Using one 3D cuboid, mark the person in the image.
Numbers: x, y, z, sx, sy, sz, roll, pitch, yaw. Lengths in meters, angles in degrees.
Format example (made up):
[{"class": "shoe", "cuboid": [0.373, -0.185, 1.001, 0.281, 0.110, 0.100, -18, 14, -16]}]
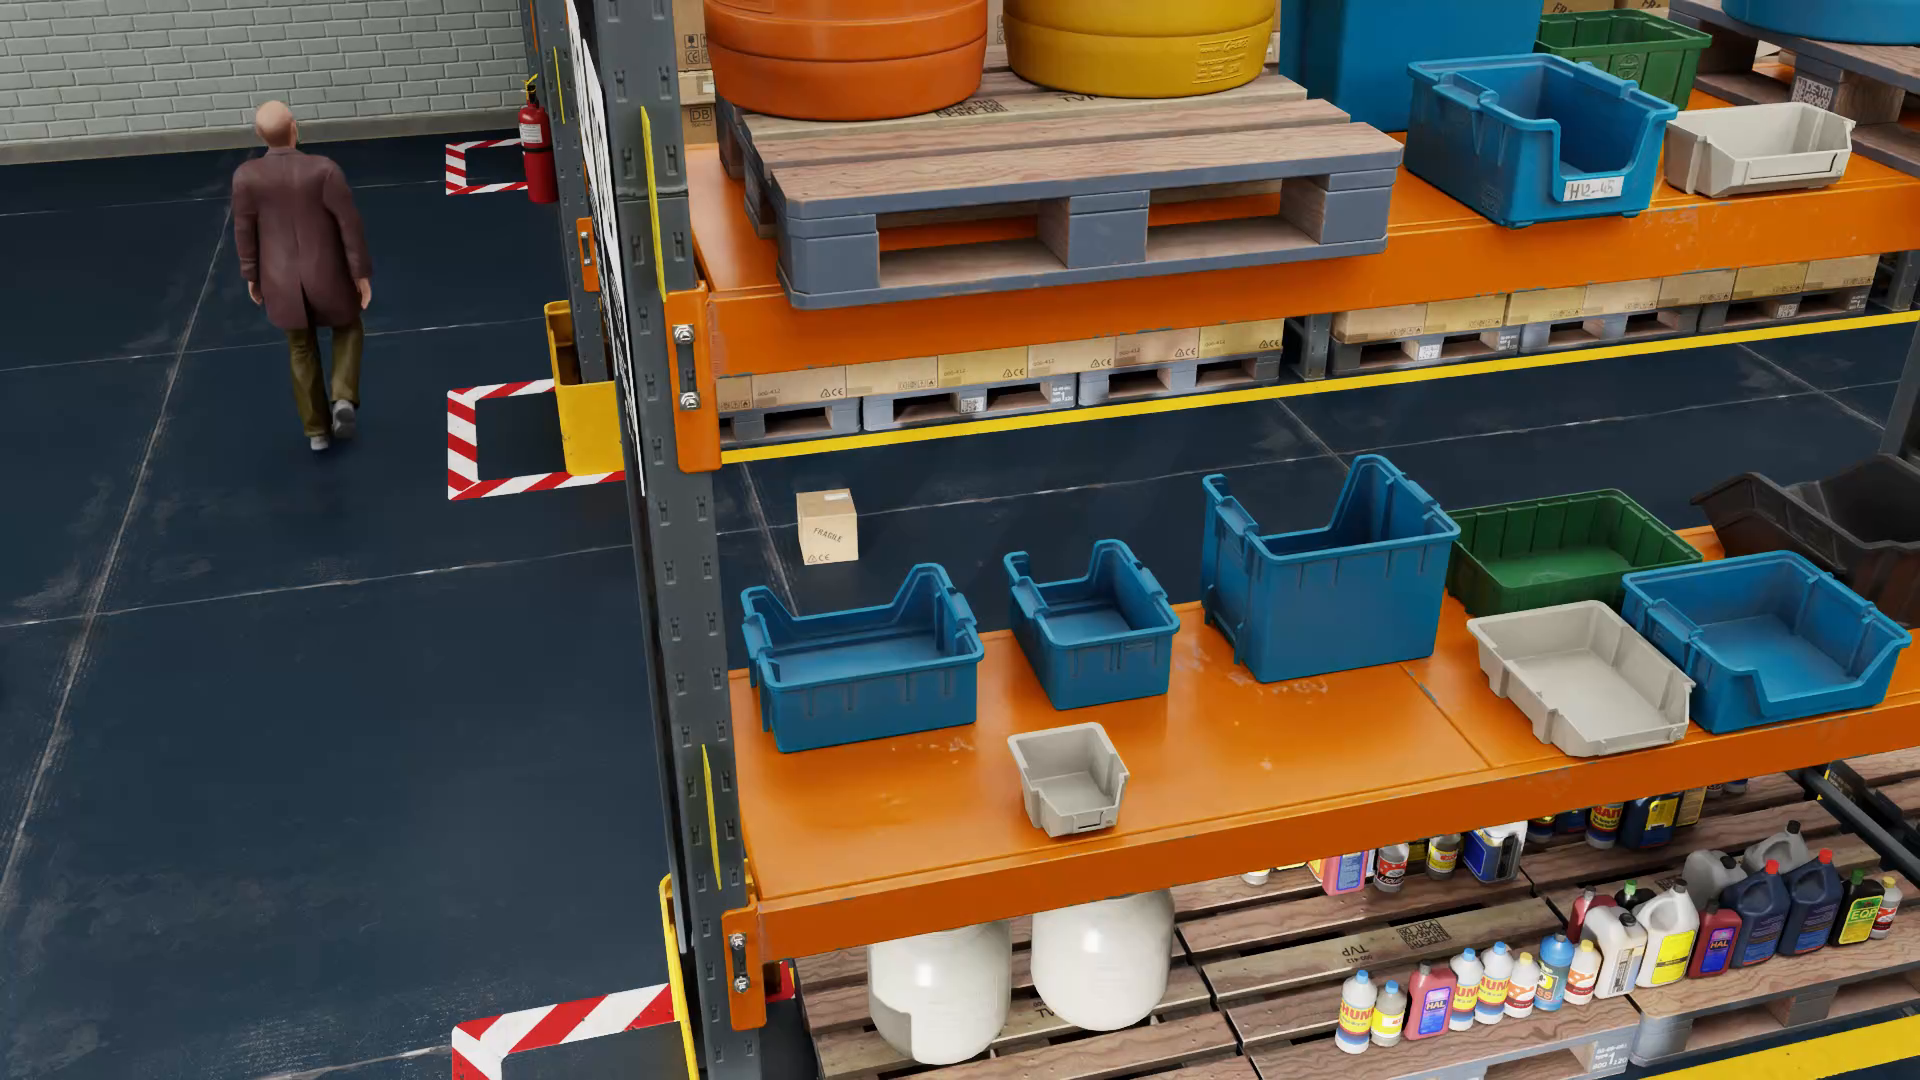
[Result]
[{"class": "person", "cuboid": [-3.289, -1.322, 8.400, 0.657, 1.775, 0.534, -7, 31, -12]}]
